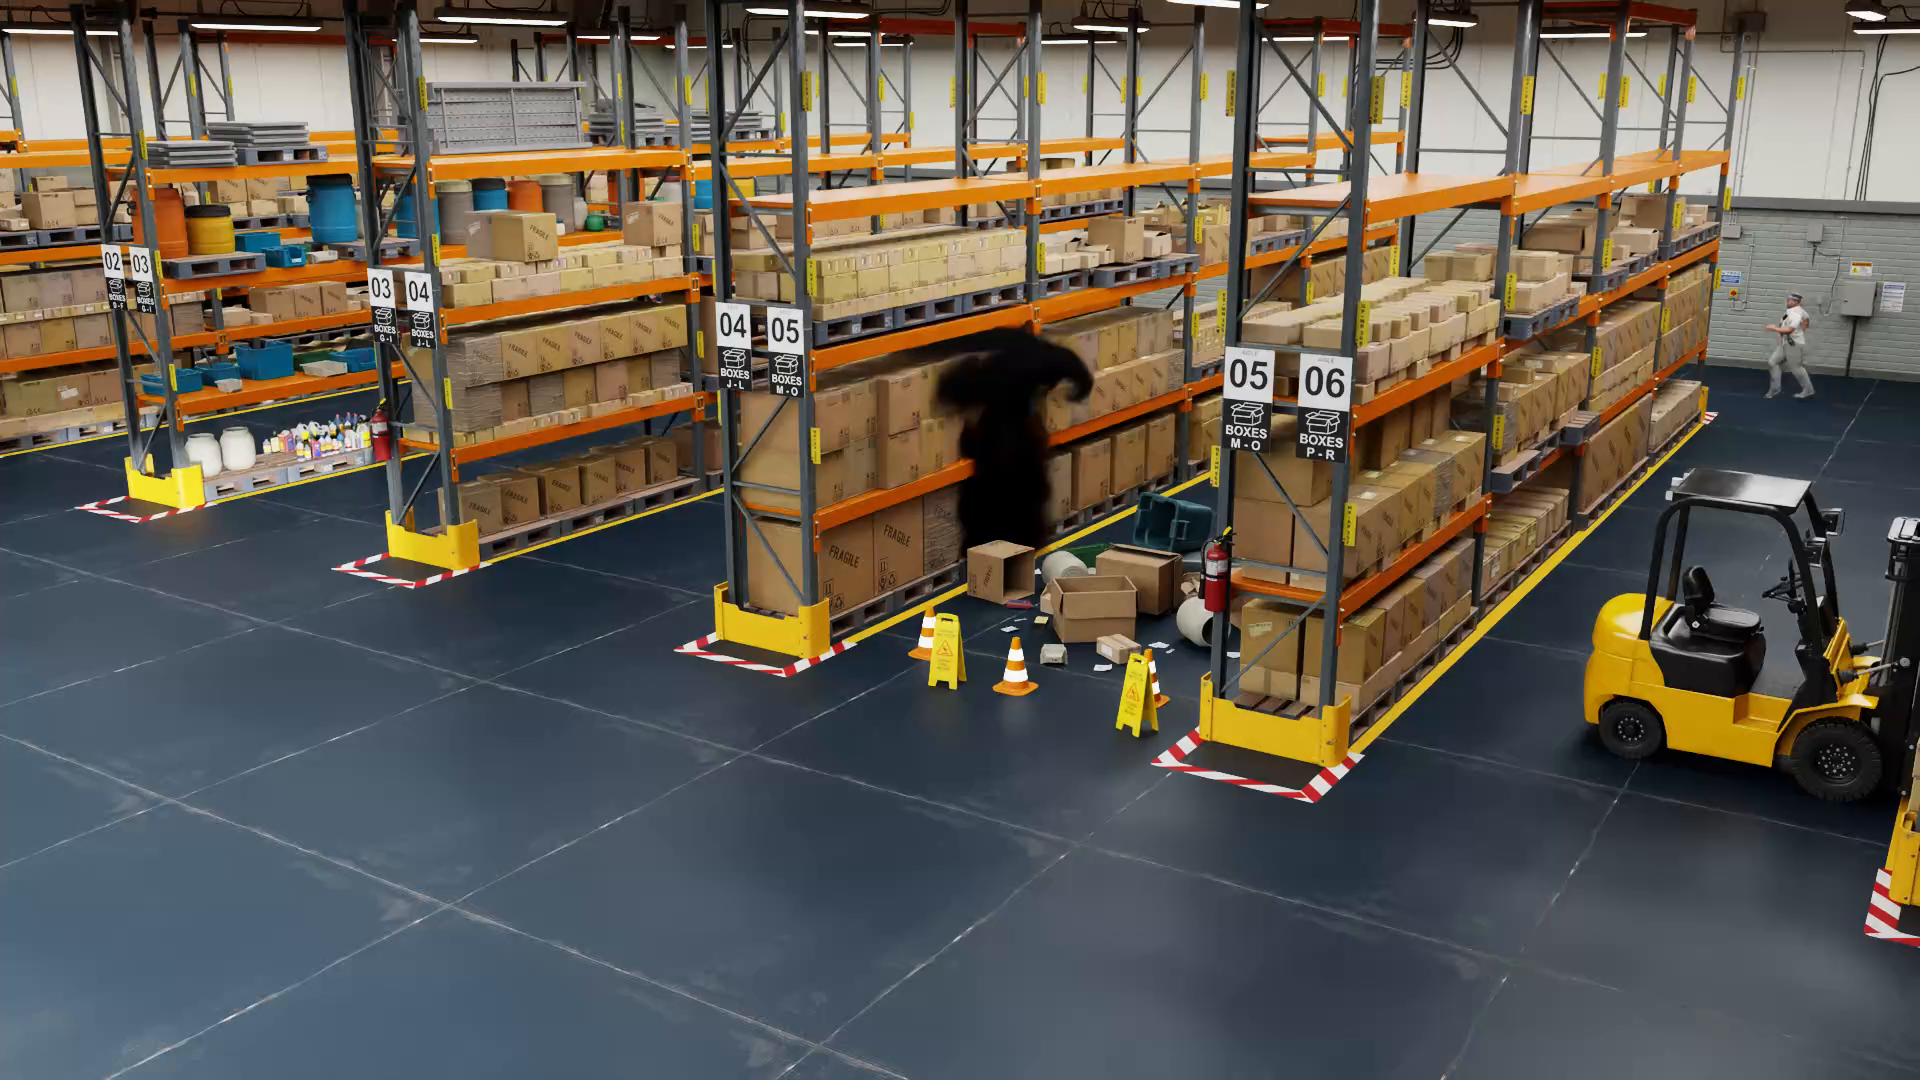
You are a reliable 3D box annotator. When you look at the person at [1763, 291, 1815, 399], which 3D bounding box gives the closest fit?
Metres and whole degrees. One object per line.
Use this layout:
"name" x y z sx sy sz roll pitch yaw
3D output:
"person" 13.674 -3.173 27.357 0.876 1.846 0.648 6 16 19
